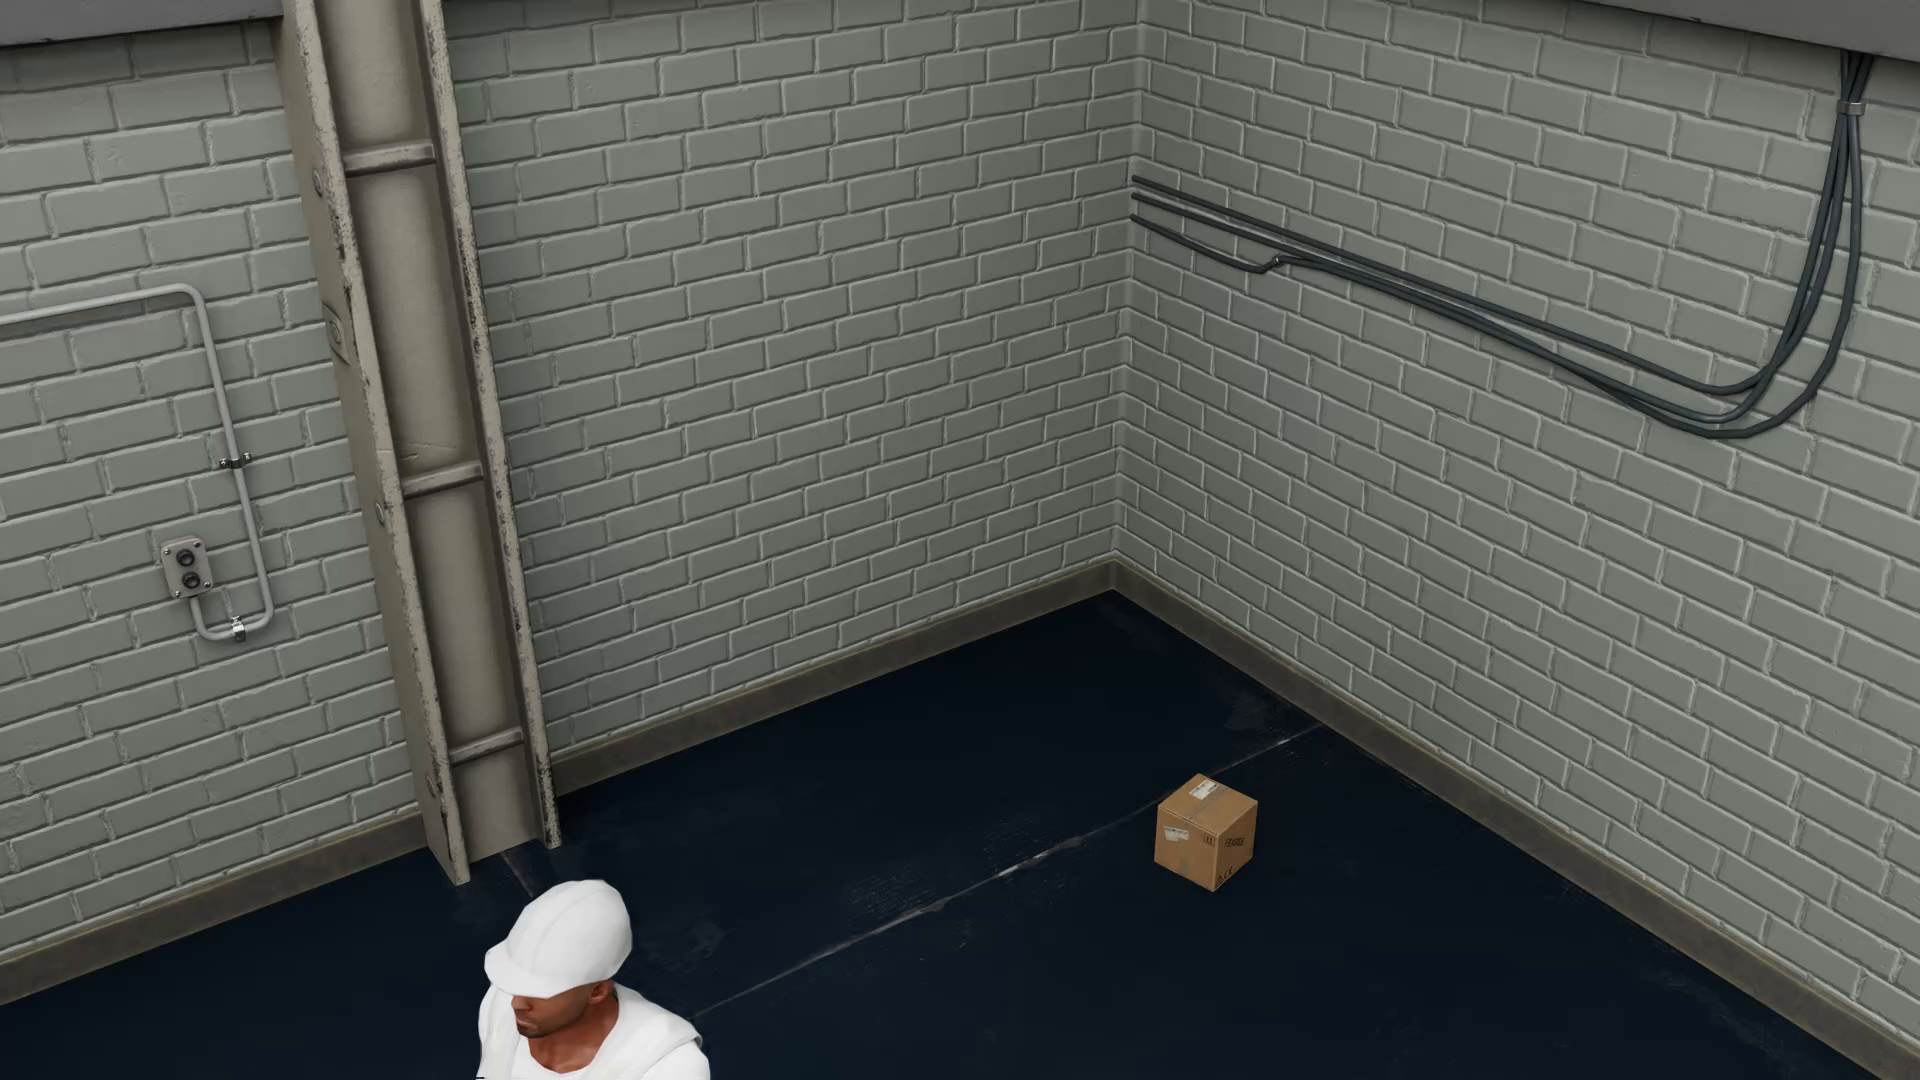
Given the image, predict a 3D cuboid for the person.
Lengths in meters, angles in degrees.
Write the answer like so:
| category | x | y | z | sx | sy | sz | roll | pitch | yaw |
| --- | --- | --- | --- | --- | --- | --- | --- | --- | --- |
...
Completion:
| category | x | y | z | sx | sy | sz | roll | pitch | yaw |
| --- | --- | --- | --- | --- | --- | --- | --- | --- | --- |
| person | -0.746 | 1.411 | 3.444 | 0.571 | 1.754 | 0.556 | 16 | 32 | 26 |
